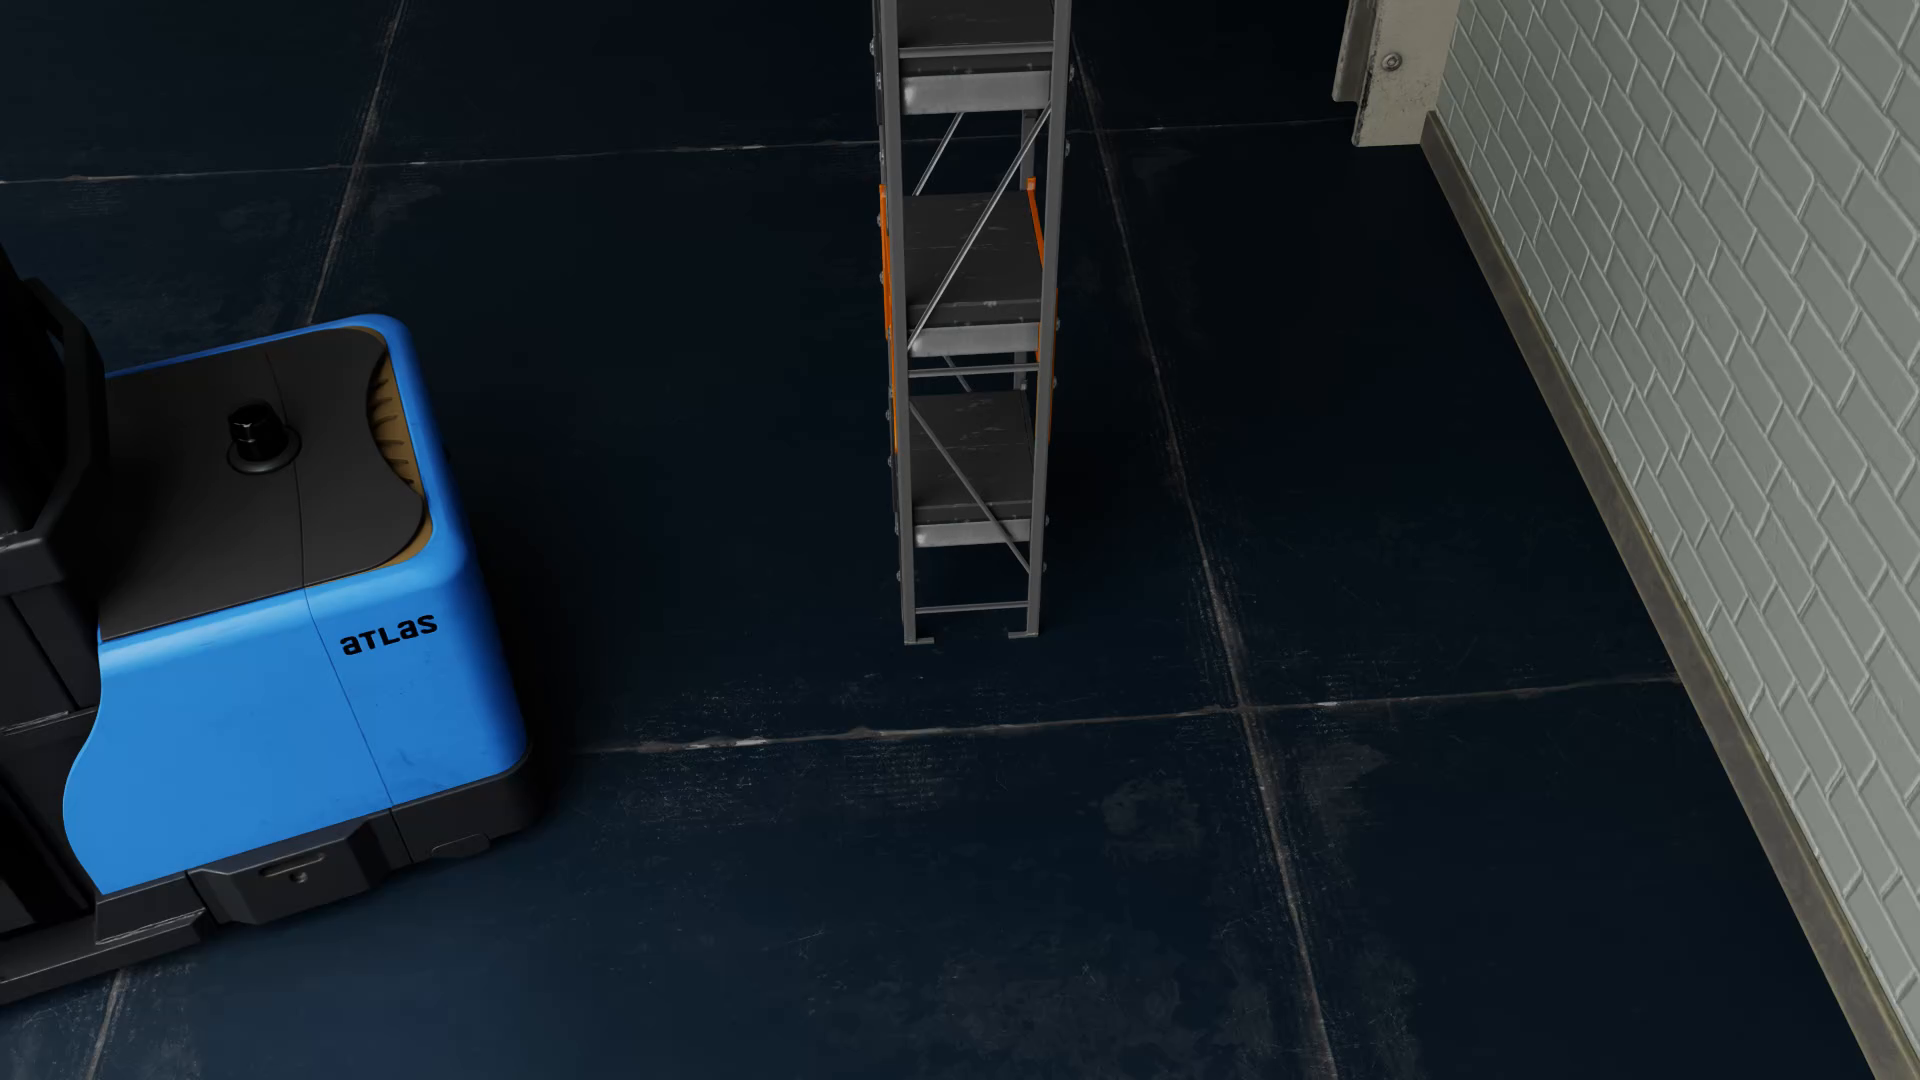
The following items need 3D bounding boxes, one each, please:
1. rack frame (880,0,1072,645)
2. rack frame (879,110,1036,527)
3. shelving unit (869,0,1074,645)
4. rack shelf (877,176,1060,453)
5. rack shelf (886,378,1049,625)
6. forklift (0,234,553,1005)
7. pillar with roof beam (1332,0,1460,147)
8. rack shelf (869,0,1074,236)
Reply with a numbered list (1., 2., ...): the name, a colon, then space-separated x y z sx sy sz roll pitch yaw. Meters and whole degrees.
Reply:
1. rack frame: 0.034 -0.426 4.207 0.400 2.100 0.015 -3 47 -3
2. rack frame: -0.007 -0.779 4.541 0.400 2.100 0.015 -3 47 -3
3. shelving unit: 0.014 -0.602 4.374 0.431 2.100 0.503 -3 47 -3
4. rack shelf: 0.014 -0.593 4.384 0.431 0.518 0.480 -3 47 -3
5. rack shelf: 0.014 -0.112 4.892 0.431 0.518 0.480 -3 47 -3
6. forklift: -2.671 -0.161 3.384 3.031 2.935 1.130 -16 49 -15
7. pillar with roof beam: -2.548 -4.586 3.395 9.100 9.000 0.400 -3 47 -3
8. rack shelf: 0.014 -1.074 3.876 0.431 0.518 0.480 -3 47 -3
